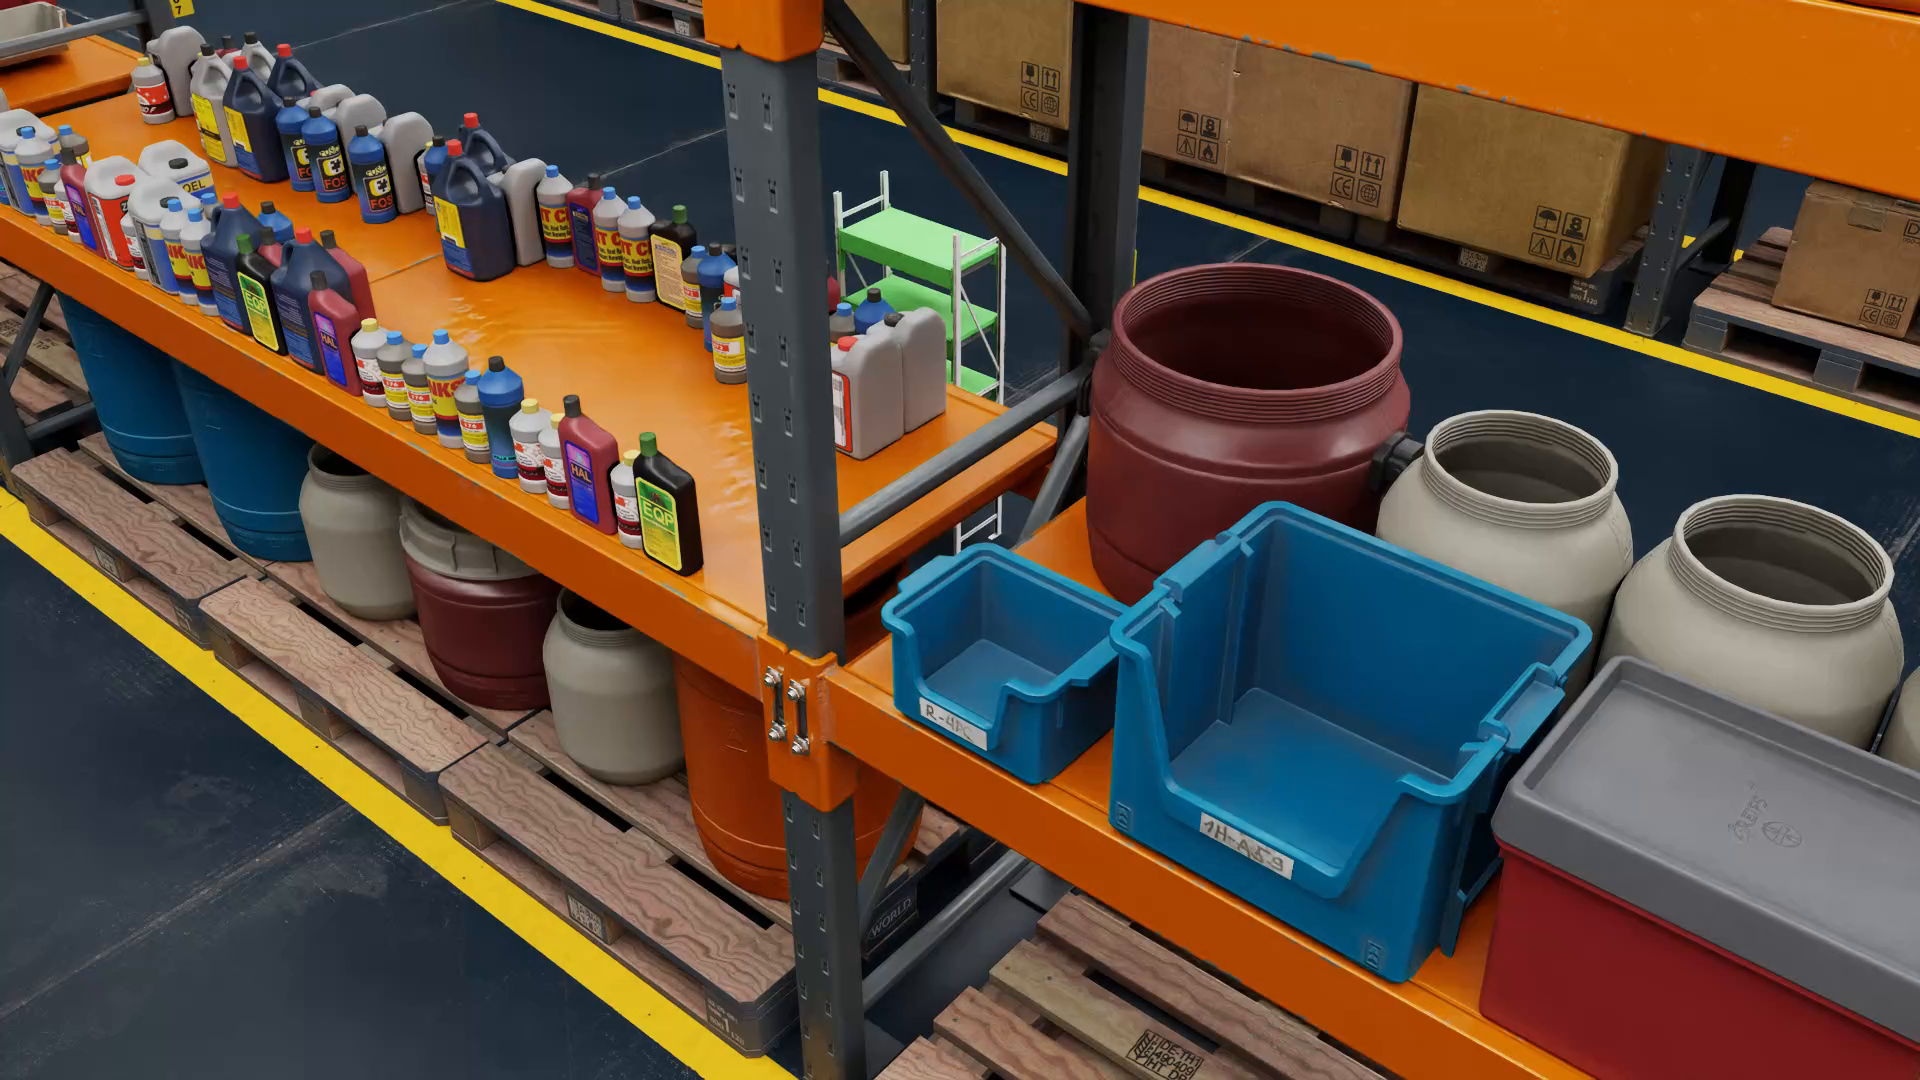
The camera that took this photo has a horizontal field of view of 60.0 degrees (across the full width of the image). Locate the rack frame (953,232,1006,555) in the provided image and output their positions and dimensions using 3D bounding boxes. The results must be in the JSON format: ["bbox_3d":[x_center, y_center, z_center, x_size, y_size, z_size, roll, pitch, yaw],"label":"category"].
[{"bbox_3d":[0.060,-0.466,5.369,0.015,1.200,0.240,25,42,32],"label":"rack frame"}]

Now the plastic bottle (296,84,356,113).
[{"bbox_3d":[-1.896,-1.242,5.018,0.135,0.276,0.152,25,42,32],"label":"plastic bottle"}]

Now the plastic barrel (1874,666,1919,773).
[{"bbox_3d":[1.583,0.367,2.445,0.433,0.535,0.433,0,34,0],"label":"plastic barrel"}]

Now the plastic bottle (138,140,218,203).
[{"bbox_3d":[-2.153,-0.956,4.602,0.135,0.276,0.152,25,42,32],"label":"plastic bottle"}]

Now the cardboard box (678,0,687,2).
[{"bbox_3d":[-1.736,-3.984,10.408,0.875,0.875,0.875,25,42,32],"label":"cardboard box"}]

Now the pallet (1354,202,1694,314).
[{"bbox_3d":[2.612,-1.485,7.726,1.213,0.211,1.003,25,42,32],"label":"pallet"}]

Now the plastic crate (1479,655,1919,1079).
[{"bbox_3d":[1.046,0.531,2.271,0.583,0.464,0.402,25,42,32],"label":"plastic crate"}]

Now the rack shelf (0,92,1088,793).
[{"bbox_3d":[-1.537,-0.589,4.593,4.000,0.370,1.077,25,42,32],"label":"rack shelf"}]

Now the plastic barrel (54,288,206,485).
[{"bbox_3d":[-2.667,-0.714,5.622,0.708,0.901,0.600,25,42,32],"label":"plastic barrel"}]

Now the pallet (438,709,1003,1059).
[{"bbox_3d":[-0.632,0.721,4.514,1.213,0.211,1.003,25,42,32],"label":"pallet"}]

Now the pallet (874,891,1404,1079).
[{"bbox_3d":[0.571,1.286,3.691,1.213,0.211,1.003,25,42,32],"label":"pallet"}]

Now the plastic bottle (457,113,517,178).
[{"bbox_3d":[-1.311,-1.000,4.600,0.185,0.351,0.144,25,42,32],"label":"plastic bottle"}]

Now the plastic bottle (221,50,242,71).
[{"bbox_3d":[-2.283,-1.424,5.284,0.135,0.276,0.152,25,42,32],"label":"plastic bottle"}]

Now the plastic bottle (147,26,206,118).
[{"bbox_3d":[-2.564,-1.557,5.477,0.135,0.276,0.152,25,42,32],"label":"plastic bottle"}]

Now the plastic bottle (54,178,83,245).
[{"bbox_3d":[-2.459,-0.938,4.641,0.097,0.201,0.097,0,34,0],"label":"plastic bottle"}]

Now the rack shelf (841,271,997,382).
[{"bbox_3d":[-0.127,-0.700,5.398,0.480,0.148,0.258,25,42,32],"label":"rack shelf"}]

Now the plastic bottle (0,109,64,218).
[{"bbox_3d":[-2.681,-1.093,4.801,0.135,0.276,0.152,25,42,32],"label":"plastic bottle"}]

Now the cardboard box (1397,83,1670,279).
[{"bbox_3d":[2.652,-1.872,7.332,0.875,0.875,1.225,23,41,30],"label":"cardboard box"}]

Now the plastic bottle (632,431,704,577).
[{"bbox_3d":[-0.584,-0.074,3.311,0.133,0.283,0.061,25,42,32],"label":"plastic bottle"}]

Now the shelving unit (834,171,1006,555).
[{"bbox_3d":[-0.127,-0.555,5.498,0.503,1.200,0.258,25,42,32],"label":"shelving unit"}]

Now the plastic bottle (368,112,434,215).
[{"bbox_3d":[-1.614,-1.109,4.825,0.135,0.276,0.152,25,42,32],"label":"plastic bottle"}]

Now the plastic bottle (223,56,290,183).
[{"bbox_3d":[-2.108,-1.269,4.992,0.185,0.351,0.144,25,42,32],"label":"plastic bottle"}]

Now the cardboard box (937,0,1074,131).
[{"bbox_3d":[0.600,-2.839,8.740,0.875,0.875,1.225,25,42,32],"label":"cardboard box"}]

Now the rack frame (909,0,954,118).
[{"bbox_3d":[0.095,-3.765,8.582,0.127,3.000,1.000,25,42,32],"label":"rack frame"}]

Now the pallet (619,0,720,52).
[{"bbox_3d":[-1.381,-3.366,10.466,1.213,0.211,1.003,25,42,32],"label":"pallet"}]

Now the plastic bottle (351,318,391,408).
[{"bbox_3d":[-1.362,-0.420,3.888,0.097,0.201,0.097,0,34,0],"label":"plastic bottle"}]

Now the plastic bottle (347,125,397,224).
[{"bbox_3d":[-1.680,-1.046,4.737,0.097,0.271,0.097,0,34,0],"label":"plastic bottle"}]

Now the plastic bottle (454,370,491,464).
[{"bbox_3d":[-1.062,-0.279,3.682,0.097,0.201,0.097,0,34,0],"label":"plastic bottle"}]

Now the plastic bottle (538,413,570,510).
[{"bbox_3d":[-0.838,-0.173,3.528,0.097,0.201,0.097,0,34,0],"label":"plastic bottle"}]

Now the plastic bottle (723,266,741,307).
[{"bbox_3d":[-0.481,-0.575,4.047,0.135,0.276,0.152,25,42,32],"label":"plastic bottle"}]

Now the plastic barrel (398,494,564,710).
[{"bbox_3d":[-1.254,0.081,4.741,0.708,0.588,0.600,25,42,32],"label":"plastic barrel"}]

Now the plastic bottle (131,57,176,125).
[{"bbox_3d":[-2.630,-1.465,5.409,0.097,0.201,0.097,0,34,0],"label":"plastic bottle"}]

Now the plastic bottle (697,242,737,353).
[{"bbox_3d":[-0.591,-0.600,4.088,0.097,0.271,0.097,0,34,0],"label":"plastic bottle"}]

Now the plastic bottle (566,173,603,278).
[{"bbox_3d":[-0.984,-0.849,4.439,0.133,0.283,0.061,25,42,32],"label":"plastic bottle"}]

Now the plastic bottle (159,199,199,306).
[{"bbox_3d":[-2.000,-0.750,4.306,0.097,0.271,0.097,0,34,0],"label":"plastic bottle"}]

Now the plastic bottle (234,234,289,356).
[{"bbox_3d":[-1.706,-0.603,4.082,0.133,0.283,0.061,25,42,32],"label":"plastic bottle"}]

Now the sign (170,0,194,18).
[{"bbox_3d":[-2.720,-1.963,5.714,0.005,0.325,0.100,25,42,32],"label":"sign"}]

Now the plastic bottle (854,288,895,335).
[{"bbox_3d":[-0.197,-0.459,3.883,0.097,0.271,0.097,0,34,0],"label":"plastic bottle"}]

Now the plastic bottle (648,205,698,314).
[{"bbox_3d":[-0.732,-0.730,4.266,0.133,0.283,0.061,25,42,32],"label":"plastic bottle"}]

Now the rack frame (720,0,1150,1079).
[{"bbox_3d":[0.000,-0.161,3.335,0.127,3.000,1.000,25,42,32],"label":"rack frame"}]

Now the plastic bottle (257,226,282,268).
[{"bbox_3d":[-1.668,-0.630,4.120,0.133,0.283,0.061,25,42,32],"label":"plastic bottle"}]

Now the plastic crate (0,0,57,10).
[{"bbox_3d":[-3.599,-2.094,6.039,0.583,0.464,0.402,25,42,32],"label":"plastic crate"}]

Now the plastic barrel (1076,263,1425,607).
[{"bbox_3d":[0.551,-0.181,3.244,0.708,0.536,0.600,25,42,32],"label":"plastic barrel"}]
